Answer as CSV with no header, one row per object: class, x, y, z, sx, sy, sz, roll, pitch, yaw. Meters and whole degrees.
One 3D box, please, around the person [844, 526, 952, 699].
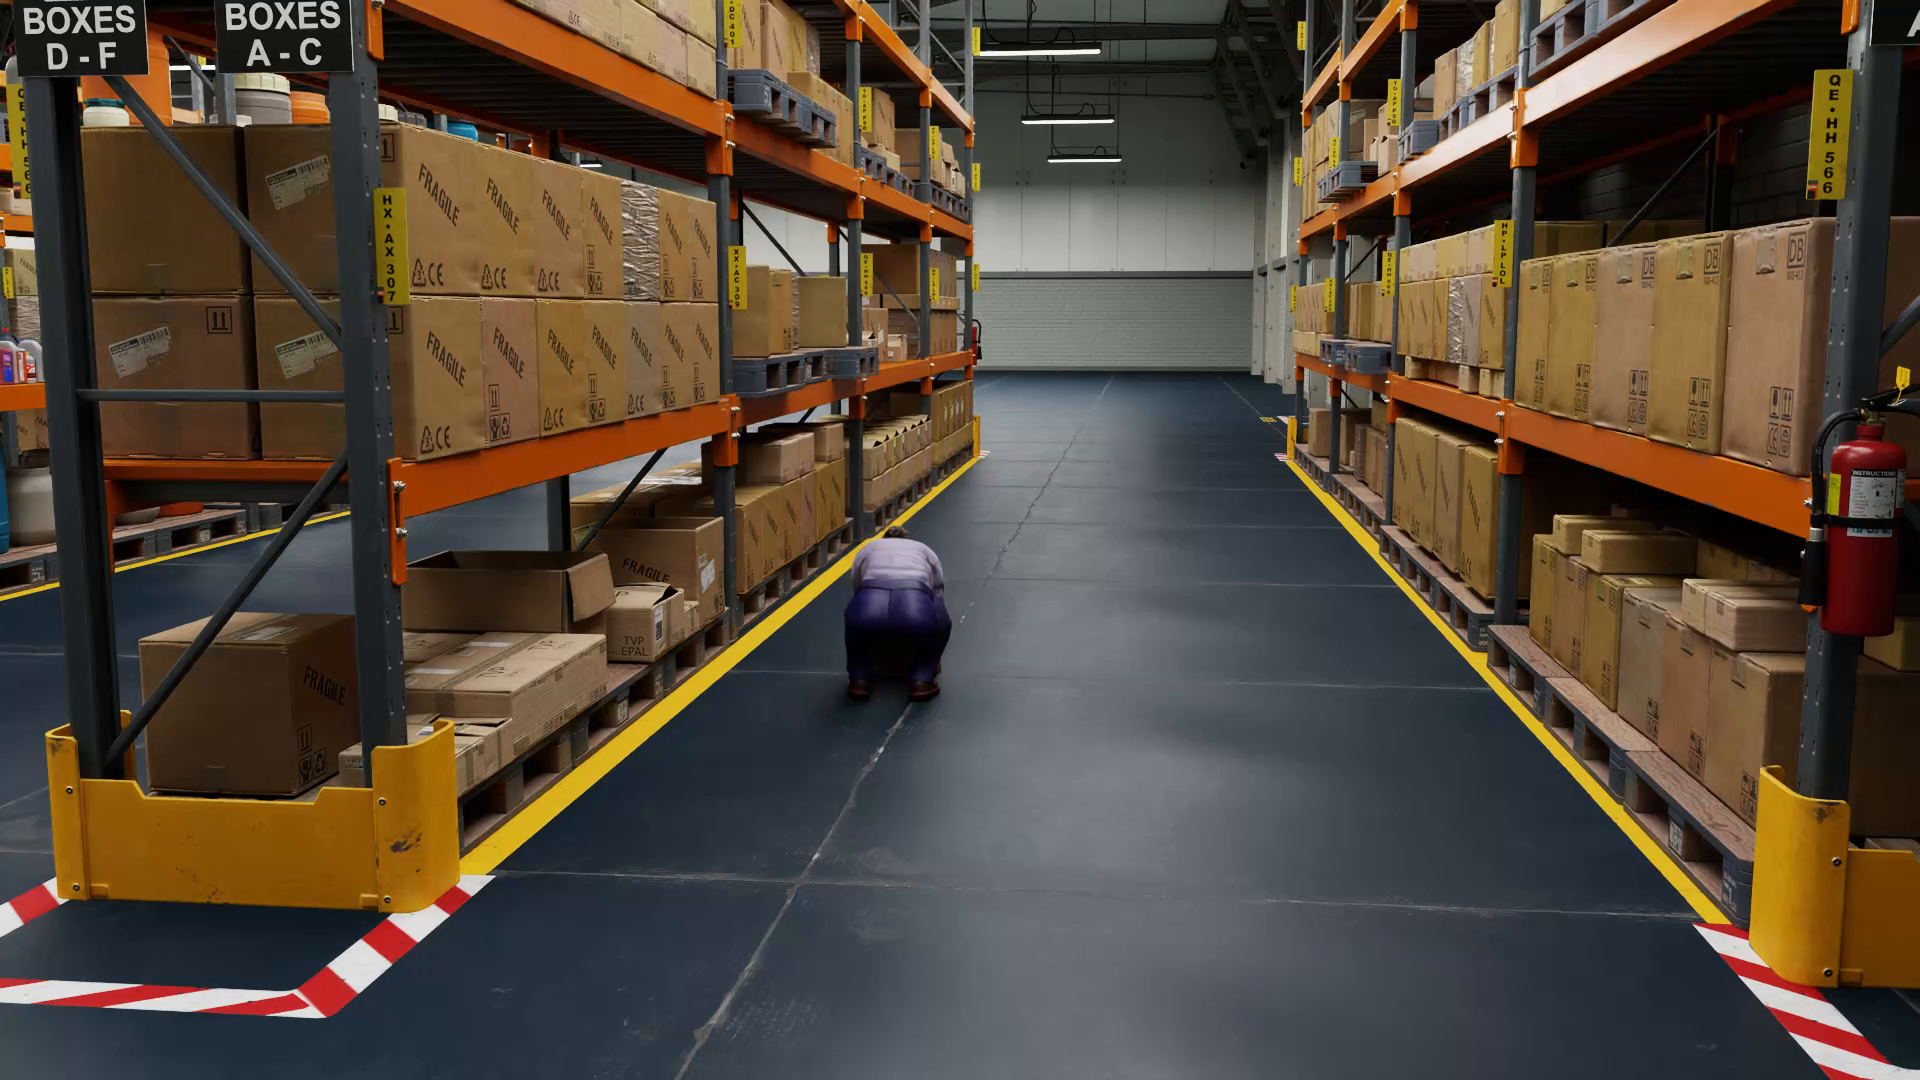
person,-0.302,0.356,7.811,0.517,0.785,0.866,1,8,5
